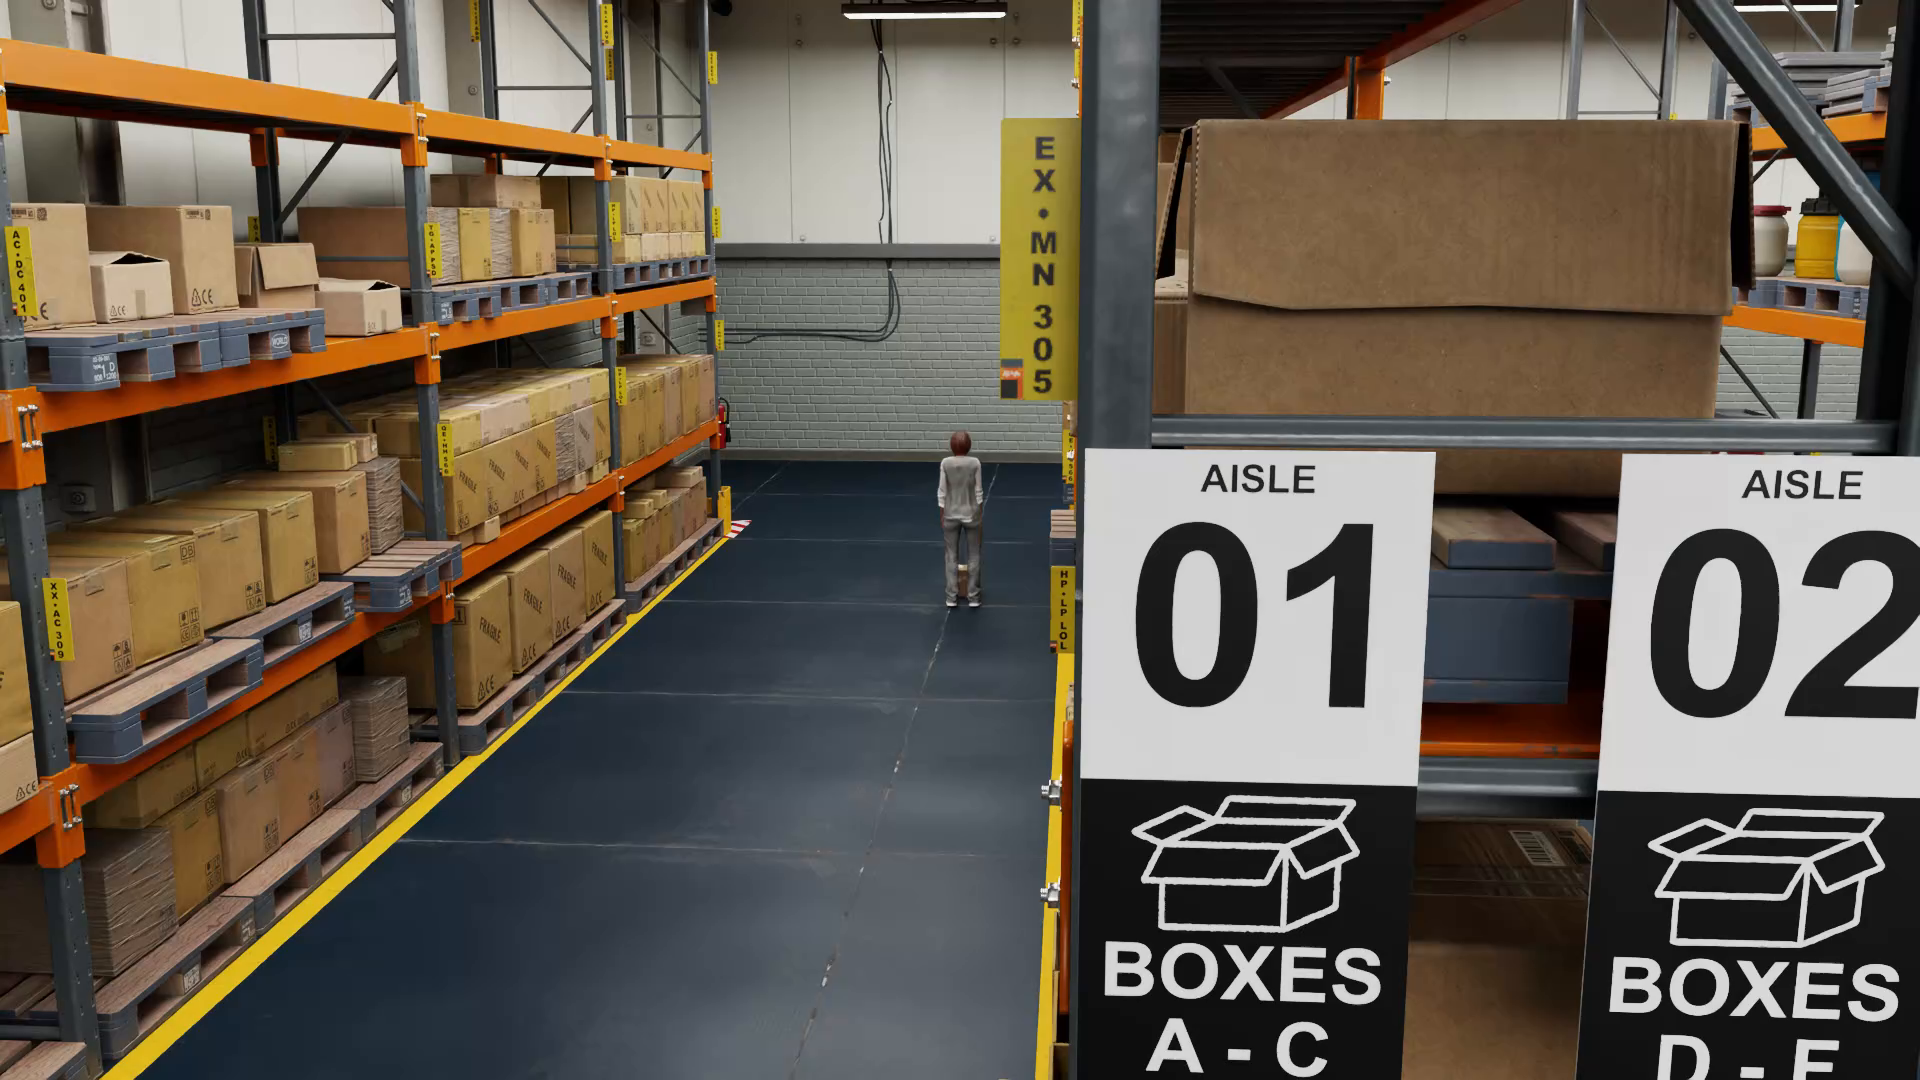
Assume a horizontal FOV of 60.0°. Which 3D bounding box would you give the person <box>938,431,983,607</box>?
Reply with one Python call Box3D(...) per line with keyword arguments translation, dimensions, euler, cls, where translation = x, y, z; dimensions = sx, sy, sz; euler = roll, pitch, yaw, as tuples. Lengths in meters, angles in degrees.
Box3D(translation=(0.001, -0.176, 14.938), dimensions=(0.409, 1.576, 0.304), euler=(1, 11, 5), cls="person")
